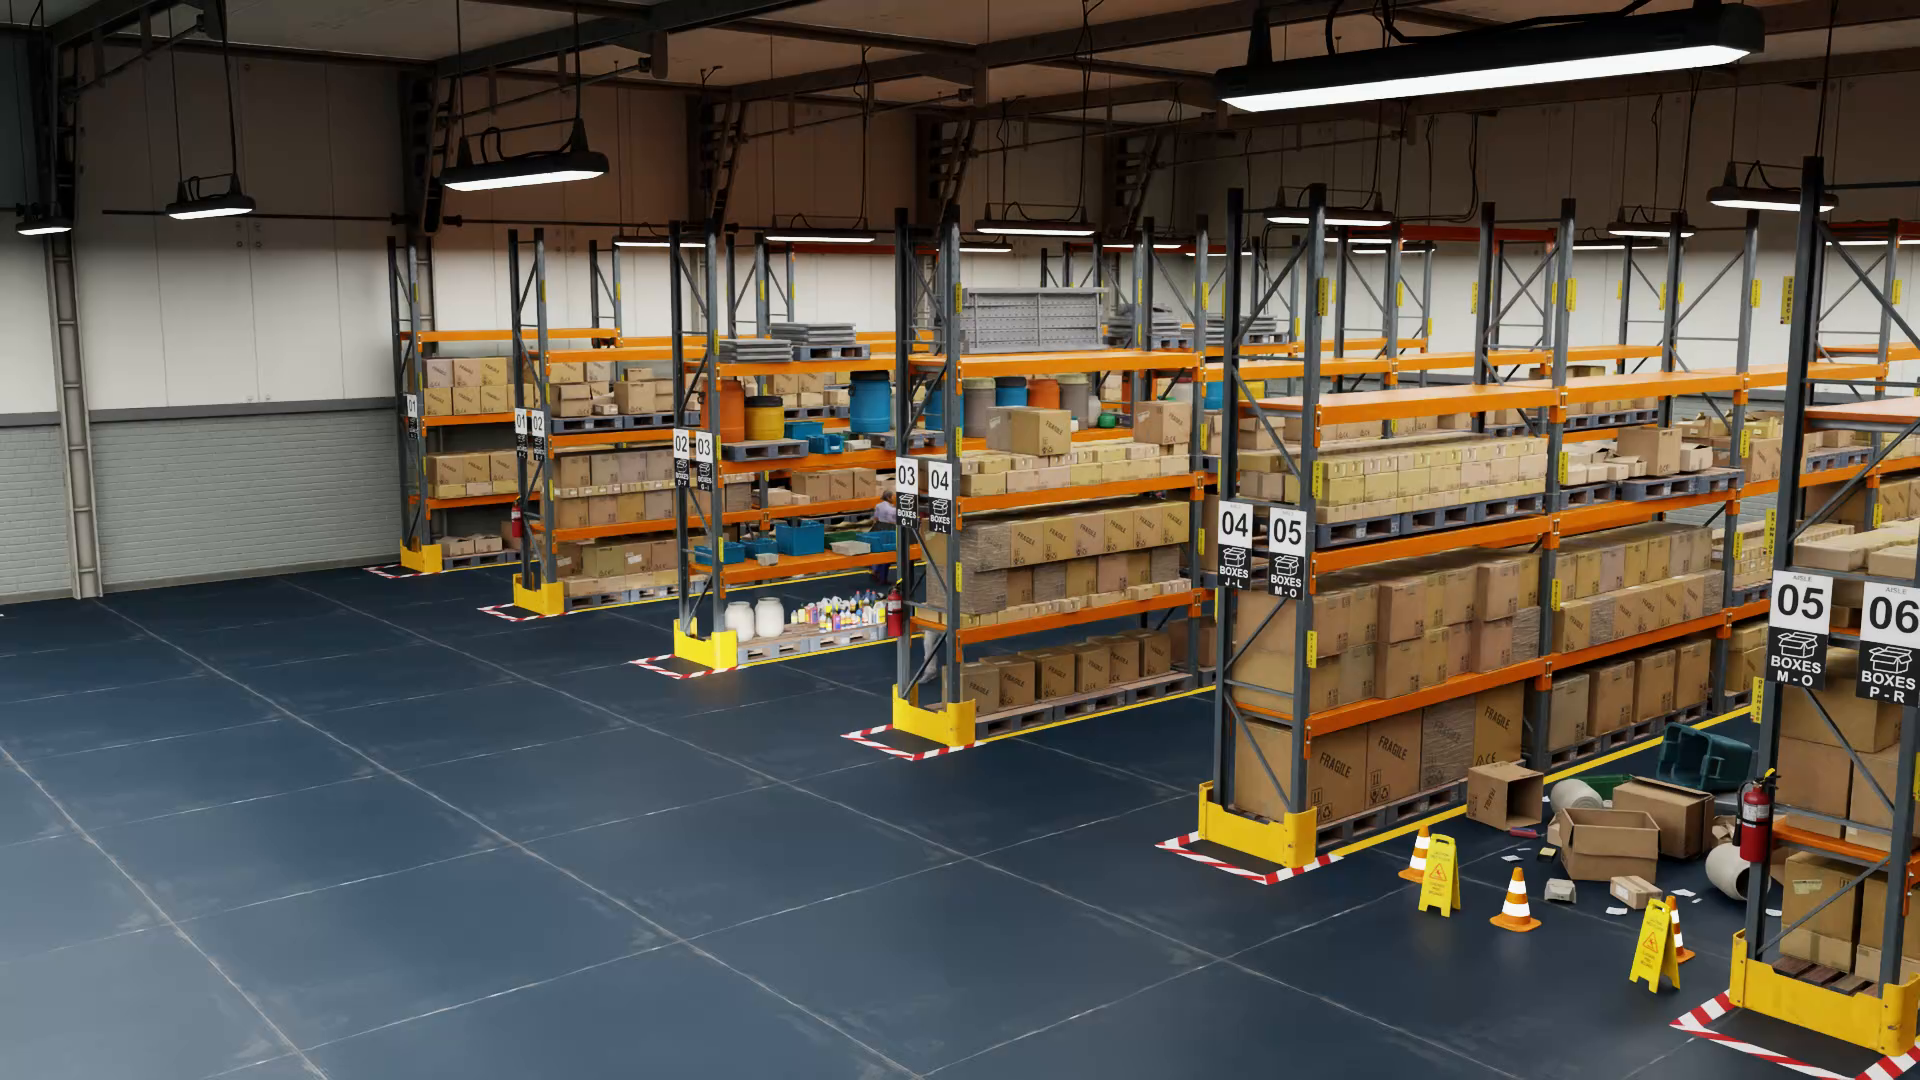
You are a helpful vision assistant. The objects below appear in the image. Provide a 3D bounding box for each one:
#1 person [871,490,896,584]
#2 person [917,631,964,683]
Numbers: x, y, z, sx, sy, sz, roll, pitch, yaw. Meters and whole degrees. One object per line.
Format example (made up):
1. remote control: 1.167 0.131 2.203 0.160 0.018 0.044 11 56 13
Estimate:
1. person: -1.287 -0.042 28.726 0.398 1.630 0.586 -7 11 -36
2. person: -0.241 1.033 21.709 0.644 1.685 0.534 -7 11 -39
